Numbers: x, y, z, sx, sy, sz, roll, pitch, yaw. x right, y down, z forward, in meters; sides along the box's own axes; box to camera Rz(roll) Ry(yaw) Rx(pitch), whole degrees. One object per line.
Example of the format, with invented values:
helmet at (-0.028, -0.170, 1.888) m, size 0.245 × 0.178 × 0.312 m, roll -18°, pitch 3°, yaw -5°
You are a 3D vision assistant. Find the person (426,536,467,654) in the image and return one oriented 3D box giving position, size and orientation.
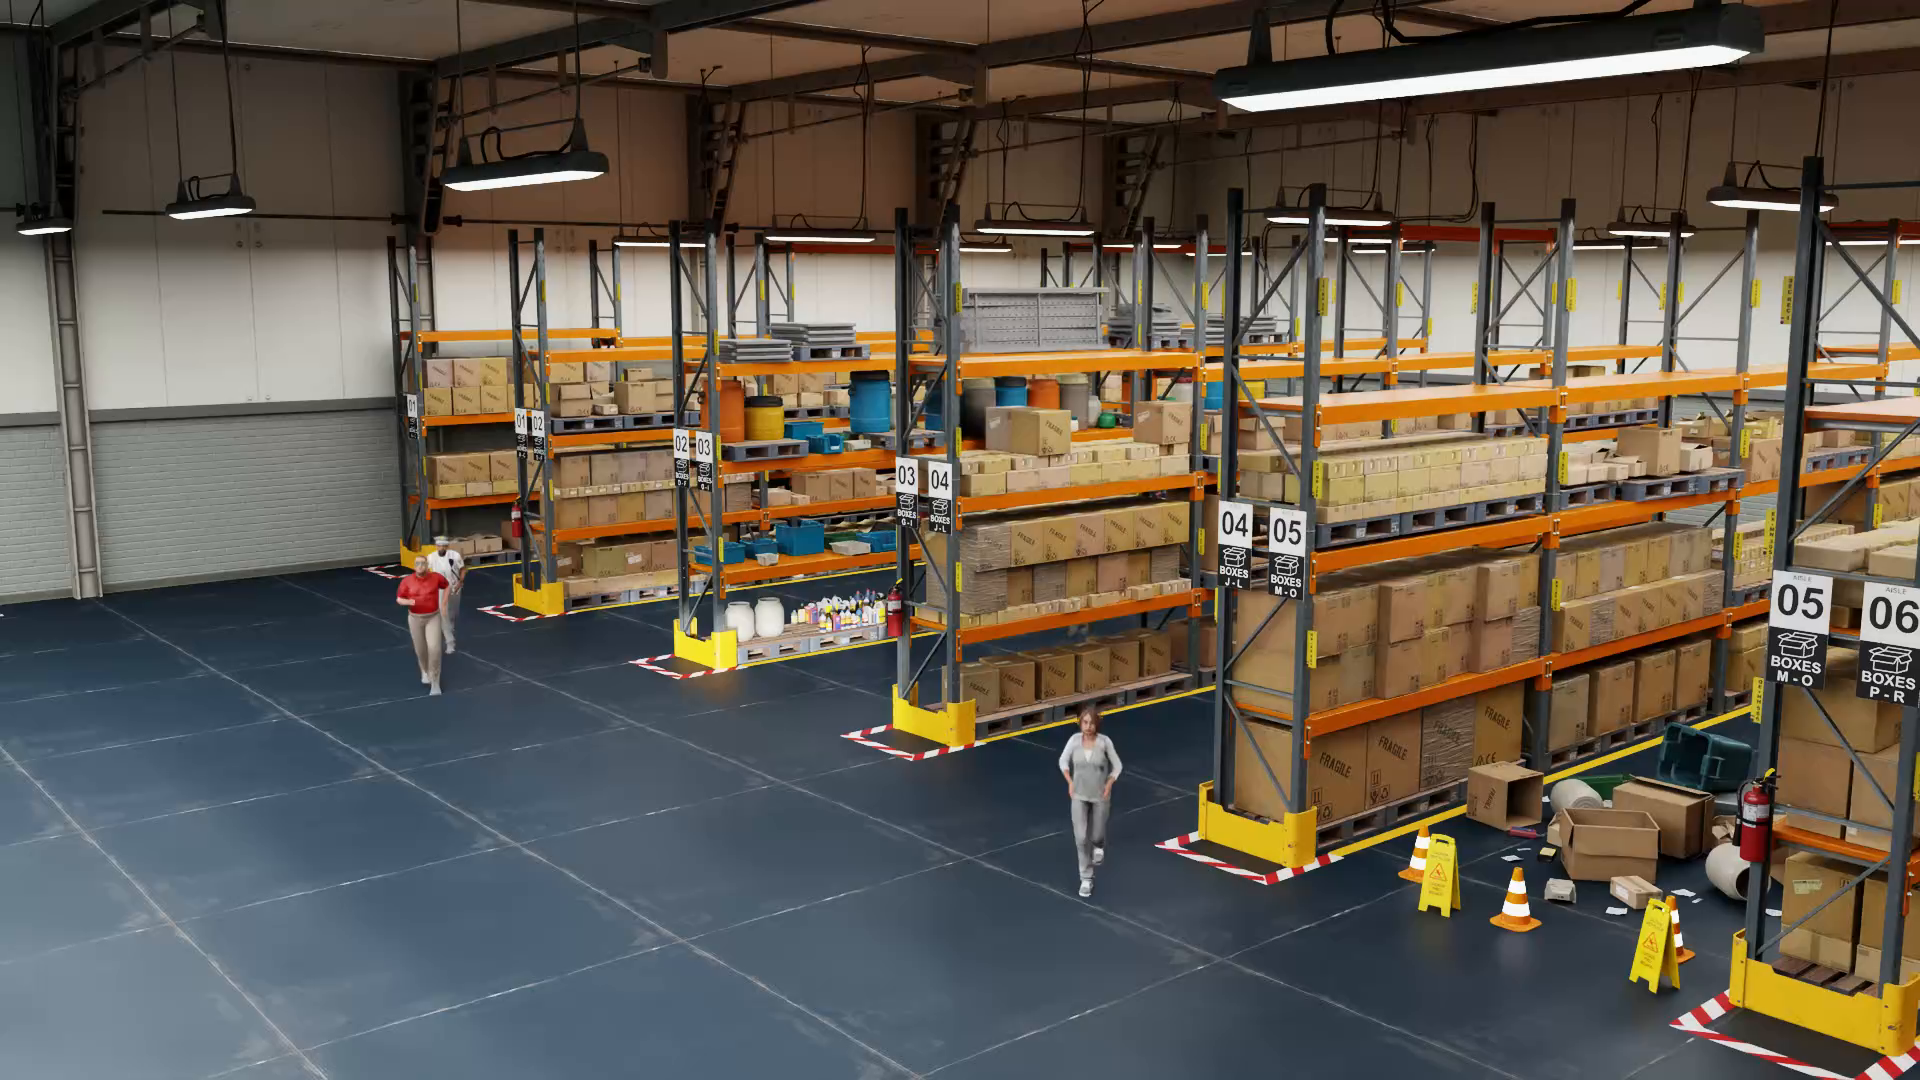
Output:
person at (-7.344, 0.730, 23.777) m, size 0.575 × 1.684 × 0.983 m, roll -3°, pitch 9°, yaw -17°

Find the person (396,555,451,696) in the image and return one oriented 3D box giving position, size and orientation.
person at (-6.837, 1.078, 21.234) m, size 0.643 × 1.796 × 0.819 m, roll -2°, pitch 9°, yaw -11°

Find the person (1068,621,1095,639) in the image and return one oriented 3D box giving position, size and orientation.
person at (1.633, 0.485, 23.077) m, size 0.633 × 1.816 × 0.677 m, roll 6°, pitch 11°, yaw 33°

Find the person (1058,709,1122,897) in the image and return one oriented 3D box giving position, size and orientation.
person at (1.116, 2.210, 14.328) m, size 0.556 × 1.580 × 0.699 m, roll 2°, pitch 9°, yaw 11°
